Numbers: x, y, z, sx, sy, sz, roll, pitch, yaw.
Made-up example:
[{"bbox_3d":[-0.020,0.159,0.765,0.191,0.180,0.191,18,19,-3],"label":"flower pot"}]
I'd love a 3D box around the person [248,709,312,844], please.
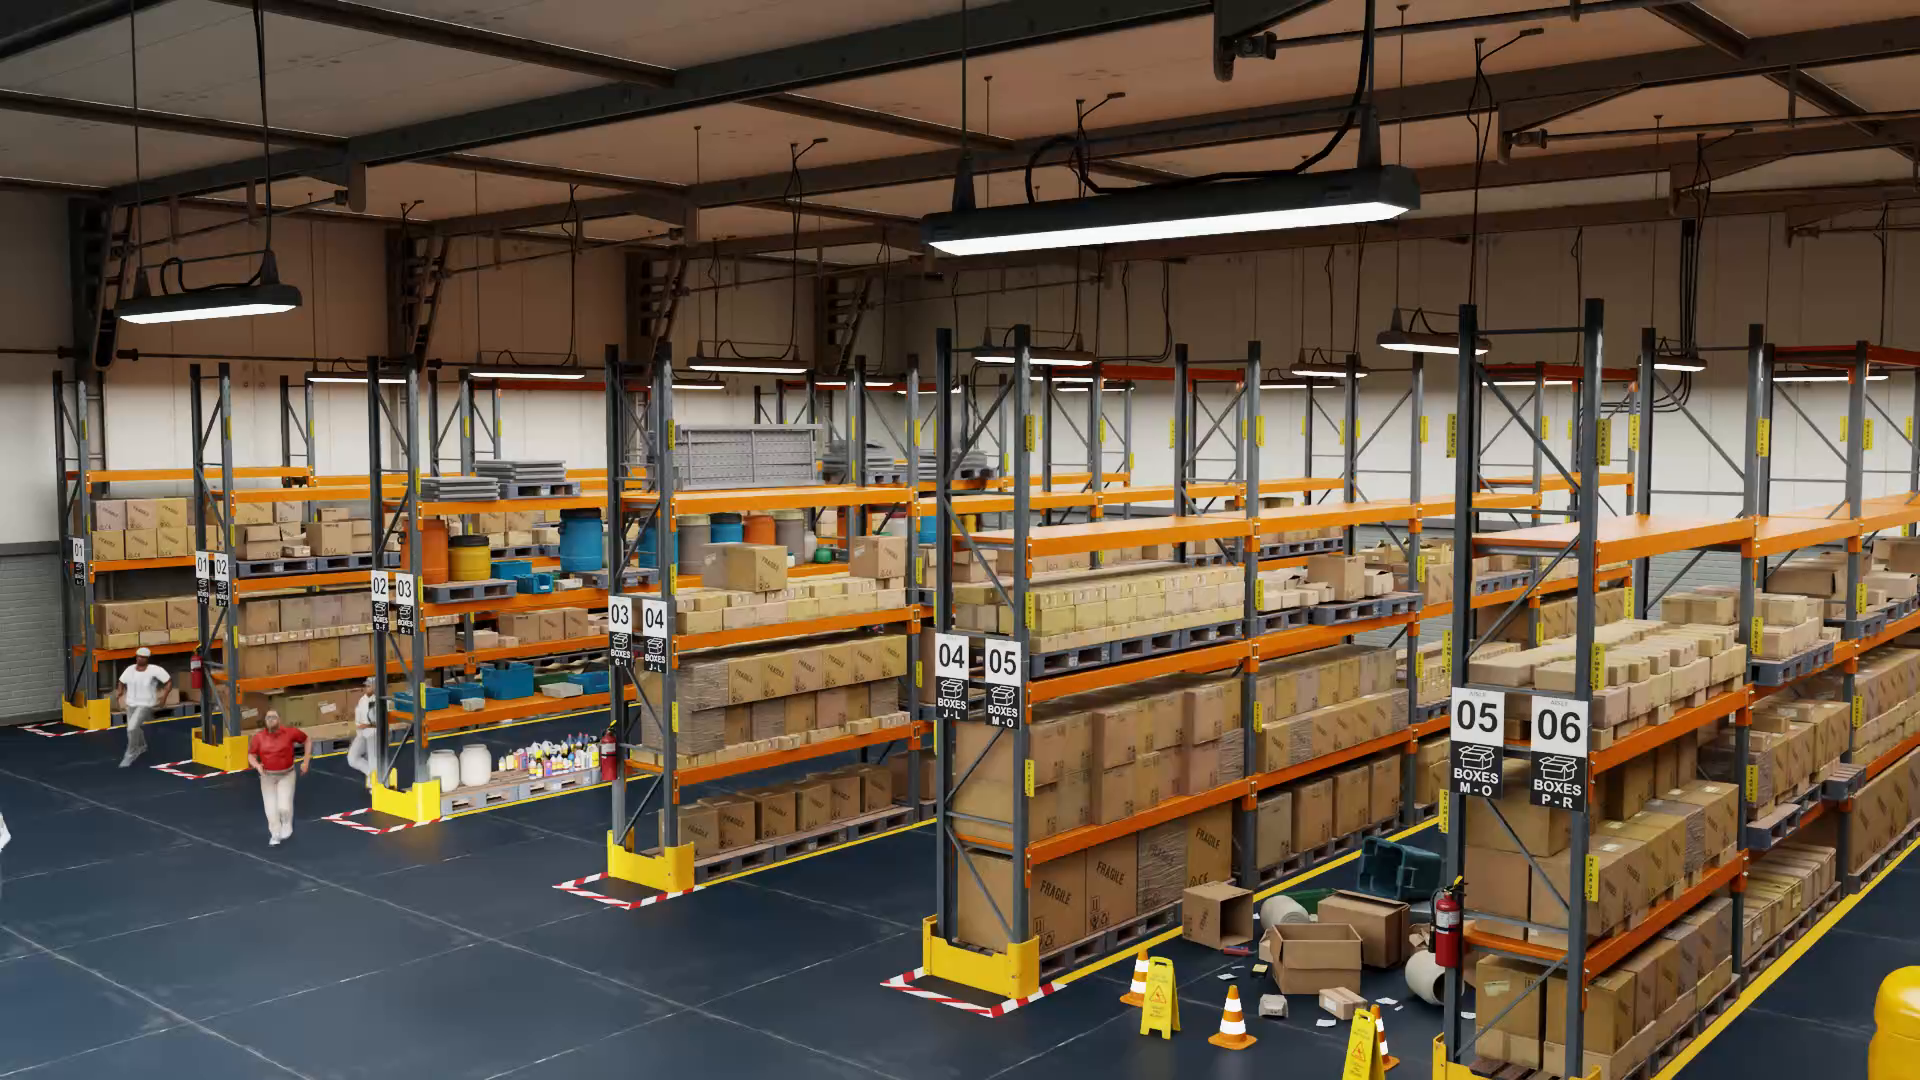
[{"bbox_3d":[-8.213,2.874,20.047,0.691,1.678,0.731,-1,4,-11],"label":"person"}]

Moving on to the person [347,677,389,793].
[{"bbox_3d":[-8.145,2.696,22.933,0.590,1.620,0.554,2,5,27],"label":"person"}]

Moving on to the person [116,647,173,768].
[{"bbox_3d":[-12.314,2.501,25.010,0.762,1.789,0.736,1,4,11],"label":"person"}]

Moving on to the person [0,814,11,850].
[{"bbox_3d":[-9.571,3.164,16.155,0.623,1.662,0.560,-2,5,-27],"label":"person"}]
